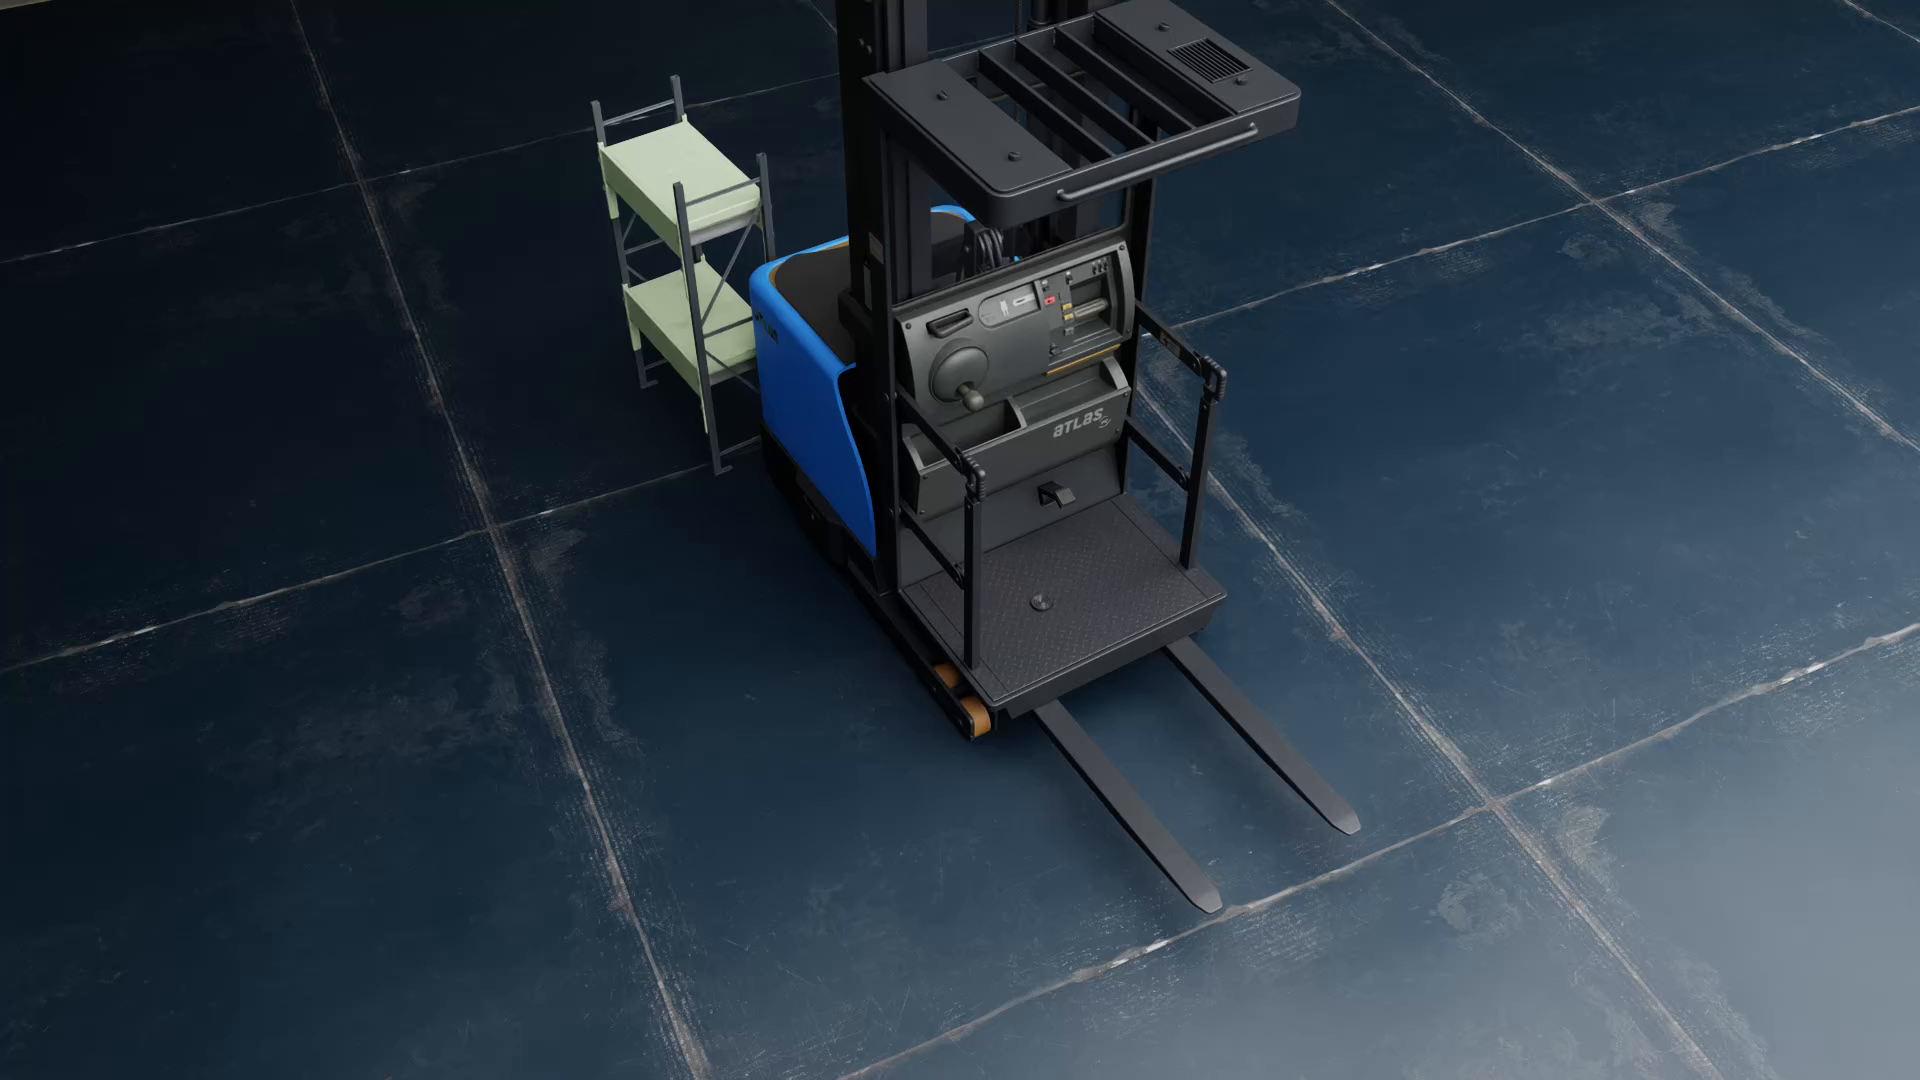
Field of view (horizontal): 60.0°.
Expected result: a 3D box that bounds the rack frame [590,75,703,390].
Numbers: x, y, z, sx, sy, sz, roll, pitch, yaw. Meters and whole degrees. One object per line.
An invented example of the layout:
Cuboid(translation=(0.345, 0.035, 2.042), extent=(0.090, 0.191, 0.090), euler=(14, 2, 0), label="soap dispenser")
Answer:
Cuboid(translation=(-1.343, -1.328, 7.396), extent=(0.400, 1.500, 0.023), euler=(-26, 50, -24), label="rack frame")

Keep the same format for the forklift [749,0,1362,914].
Cuboid(translation=(0.327, -0.667, 5.708), extent=(1.130, 2.935, 3.031), euler=(-23, 49, -22), label="forklift")

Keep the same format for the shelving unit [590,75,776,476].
Cuboid(translation=(-1.137, -1.115, 7.181), extent=(0.431, 1.500, 0.755), euler=(-26, 50, -24), label="shelving unit")

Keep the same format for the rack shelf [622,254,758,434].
Cuboid(translation=(-1.137, -0.883, 7.410), extent=(0.431, 0.370, 0.720), euler=(-26, 50, -24), label="rack shelf")

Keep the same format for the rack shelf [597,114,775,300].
Cuboid(translation=(-1.137, -1.393, 6.907), extent=(0.431, 0.370, 0.720), euler=(-26, 50, -24), label="rack shelf")

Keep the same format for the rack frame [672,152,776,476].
Cuboid(translation=(-0.930, -0.903, 6.966), extent=(0.400, 1.500, 0.023), euler=(-26, 50, -24), label="rack frame")
